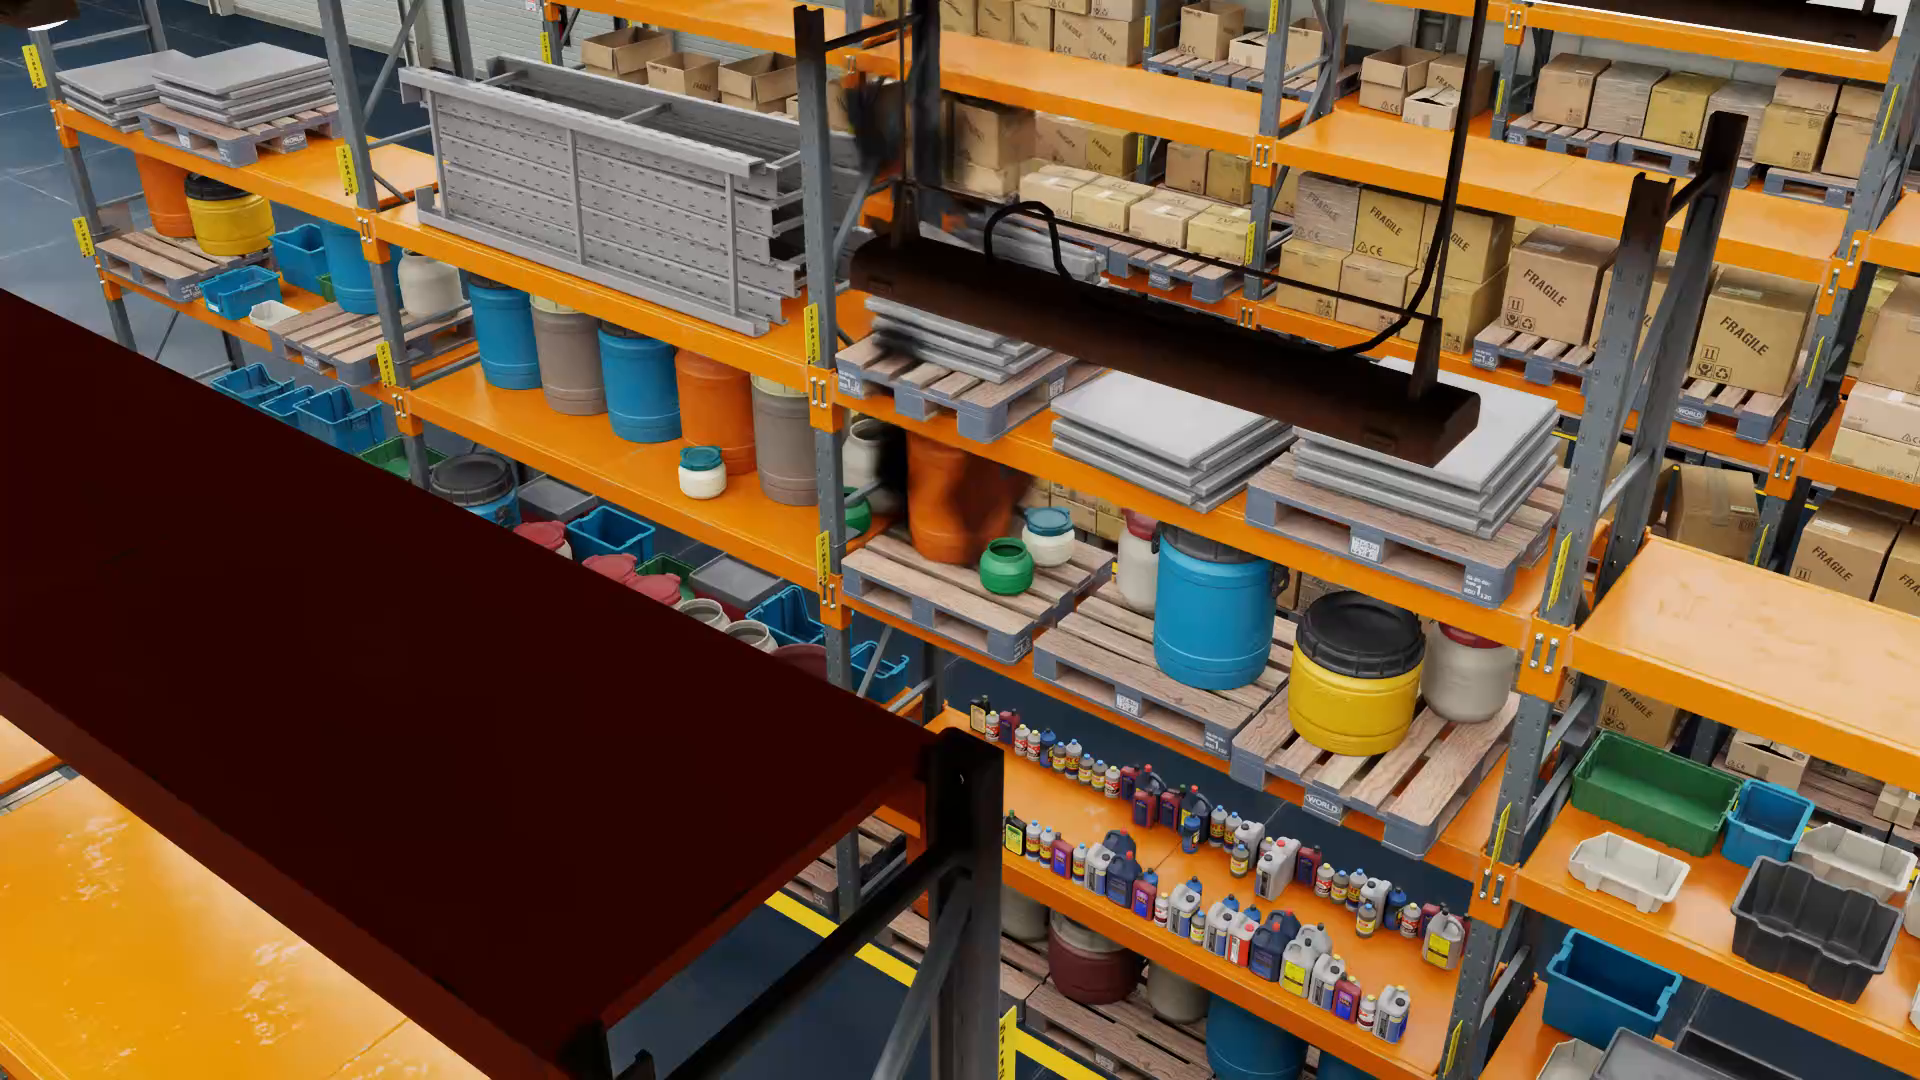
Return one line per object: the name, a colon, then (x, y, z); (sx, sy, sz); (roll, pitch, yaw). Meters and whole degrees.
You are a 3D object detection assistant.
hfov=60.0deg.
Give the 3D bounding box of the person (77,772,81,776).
person: (-5.344, 1.910, 10.533); (0.712, 1.740, 0.594); (22, 37, 31)
